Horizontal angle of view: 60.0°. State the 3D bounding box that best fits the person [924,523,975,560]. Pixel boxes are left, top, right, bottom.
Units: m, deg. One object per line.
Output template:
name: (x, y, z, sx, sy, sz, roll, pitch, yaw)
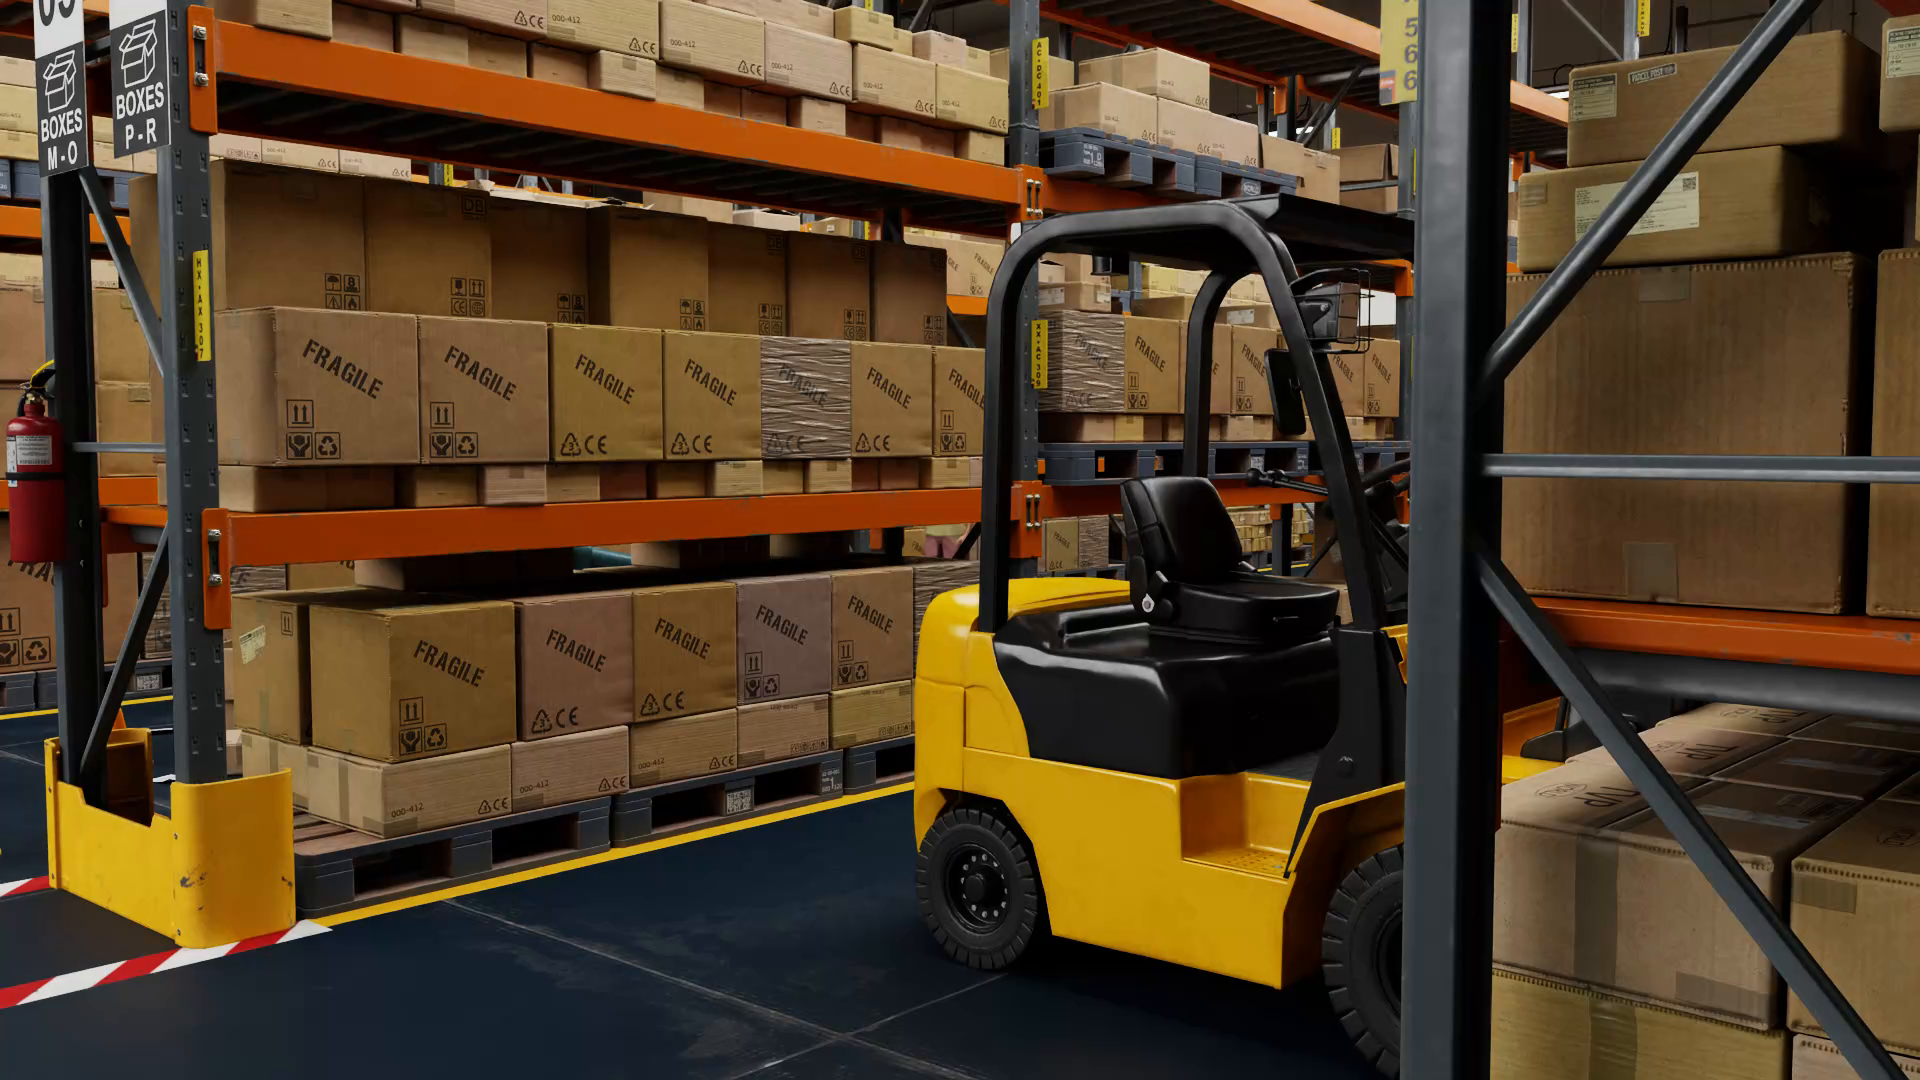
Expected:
person: (-0.061, -0.020, 11.647, 0.445, 1.673, 0.363, 3, 5, 42)
